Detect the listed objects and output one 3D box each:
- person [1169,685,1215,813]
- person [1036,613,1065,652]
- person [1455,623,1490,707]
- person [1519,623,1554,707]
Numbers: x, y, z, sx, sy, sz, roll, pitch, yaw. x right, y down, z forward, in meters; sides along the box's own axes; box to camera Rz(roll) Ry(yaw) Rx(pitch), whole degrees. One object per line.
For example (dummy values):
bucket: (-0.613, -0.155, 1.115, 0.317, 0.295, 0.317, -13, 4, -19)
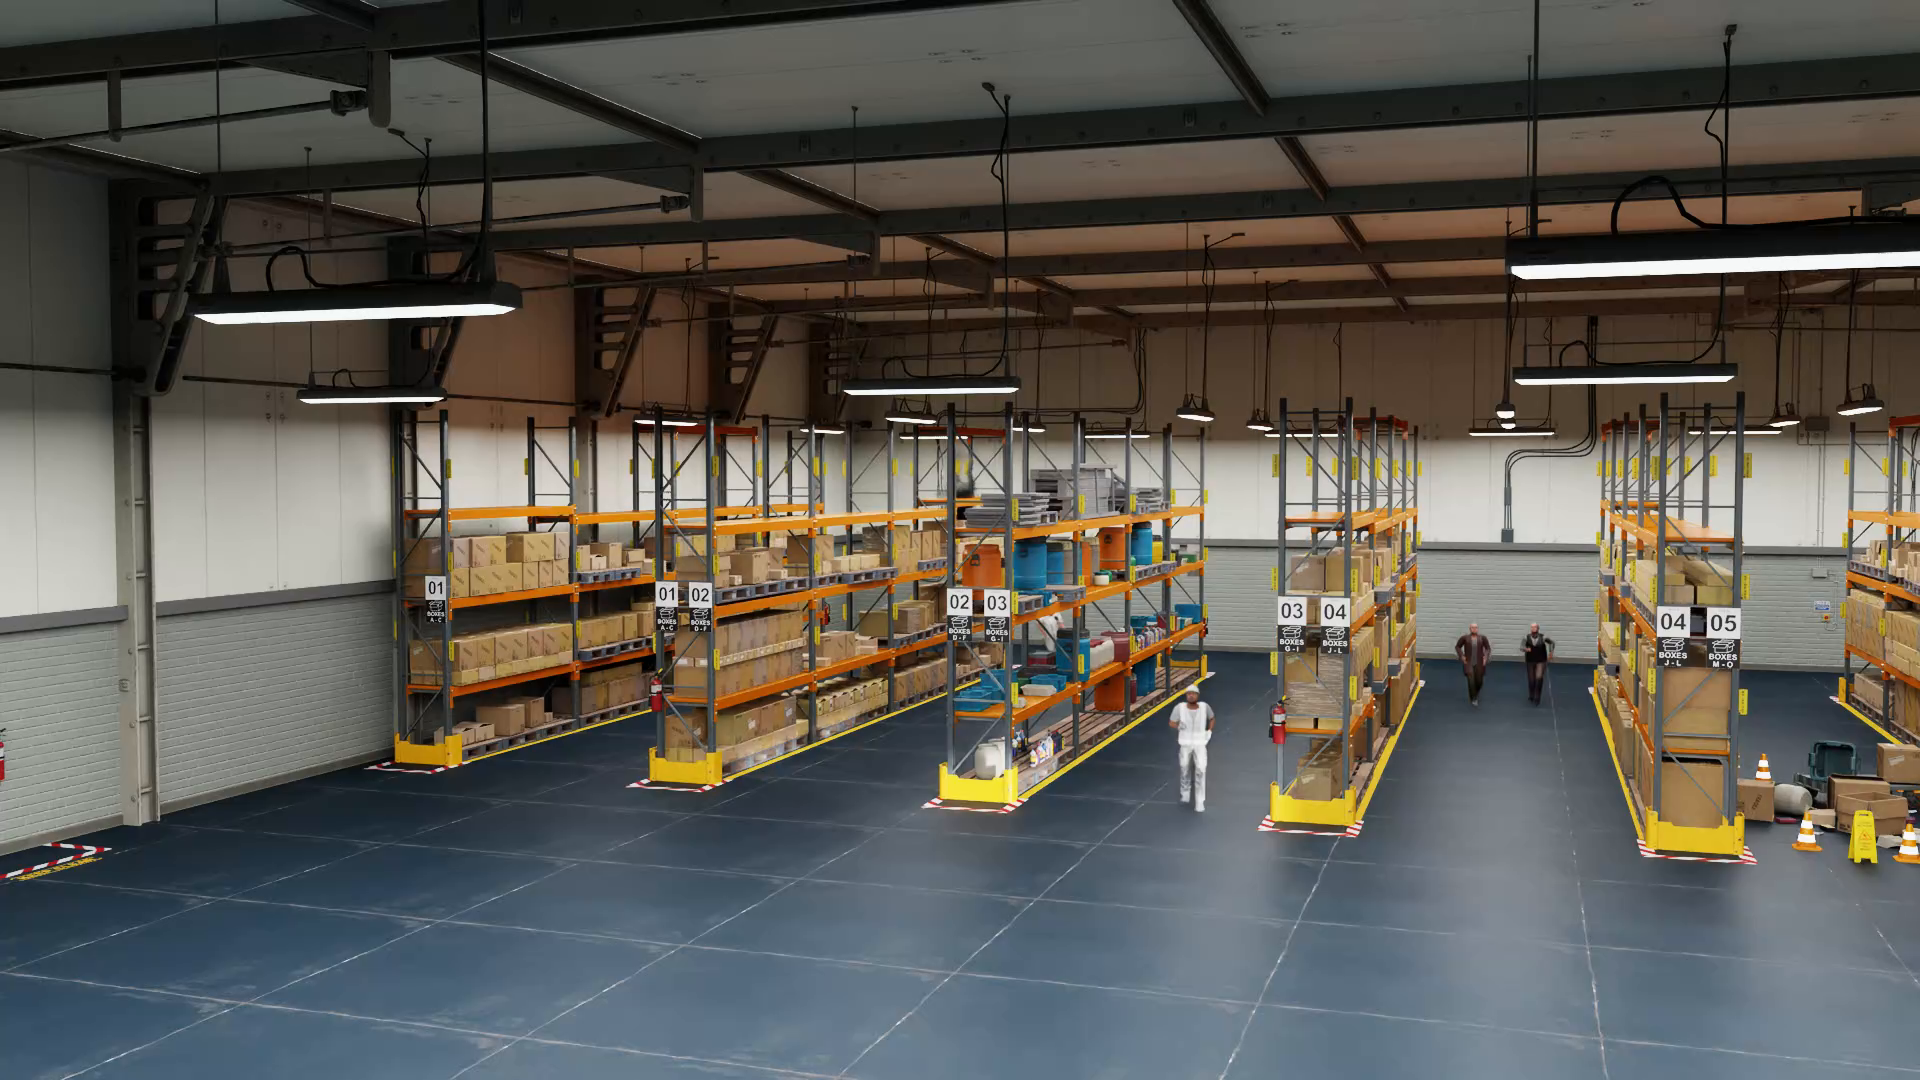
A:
person: (3.415, 3.057, 24.526, 0.663, 1.855, 0.704, 0, 2, 10)
person: (2.229, 2.402, 40.582, 0.660, 1.824, 0.722, 0, 2, -8)
person: (10.875, 2.676, 35.275, 0.732, 1.666, 0.613, 0, 2, 11)
person: (12.230, 2.634, 35.291, 0.662, 1.771, 0.900, 1, 3, 28)
